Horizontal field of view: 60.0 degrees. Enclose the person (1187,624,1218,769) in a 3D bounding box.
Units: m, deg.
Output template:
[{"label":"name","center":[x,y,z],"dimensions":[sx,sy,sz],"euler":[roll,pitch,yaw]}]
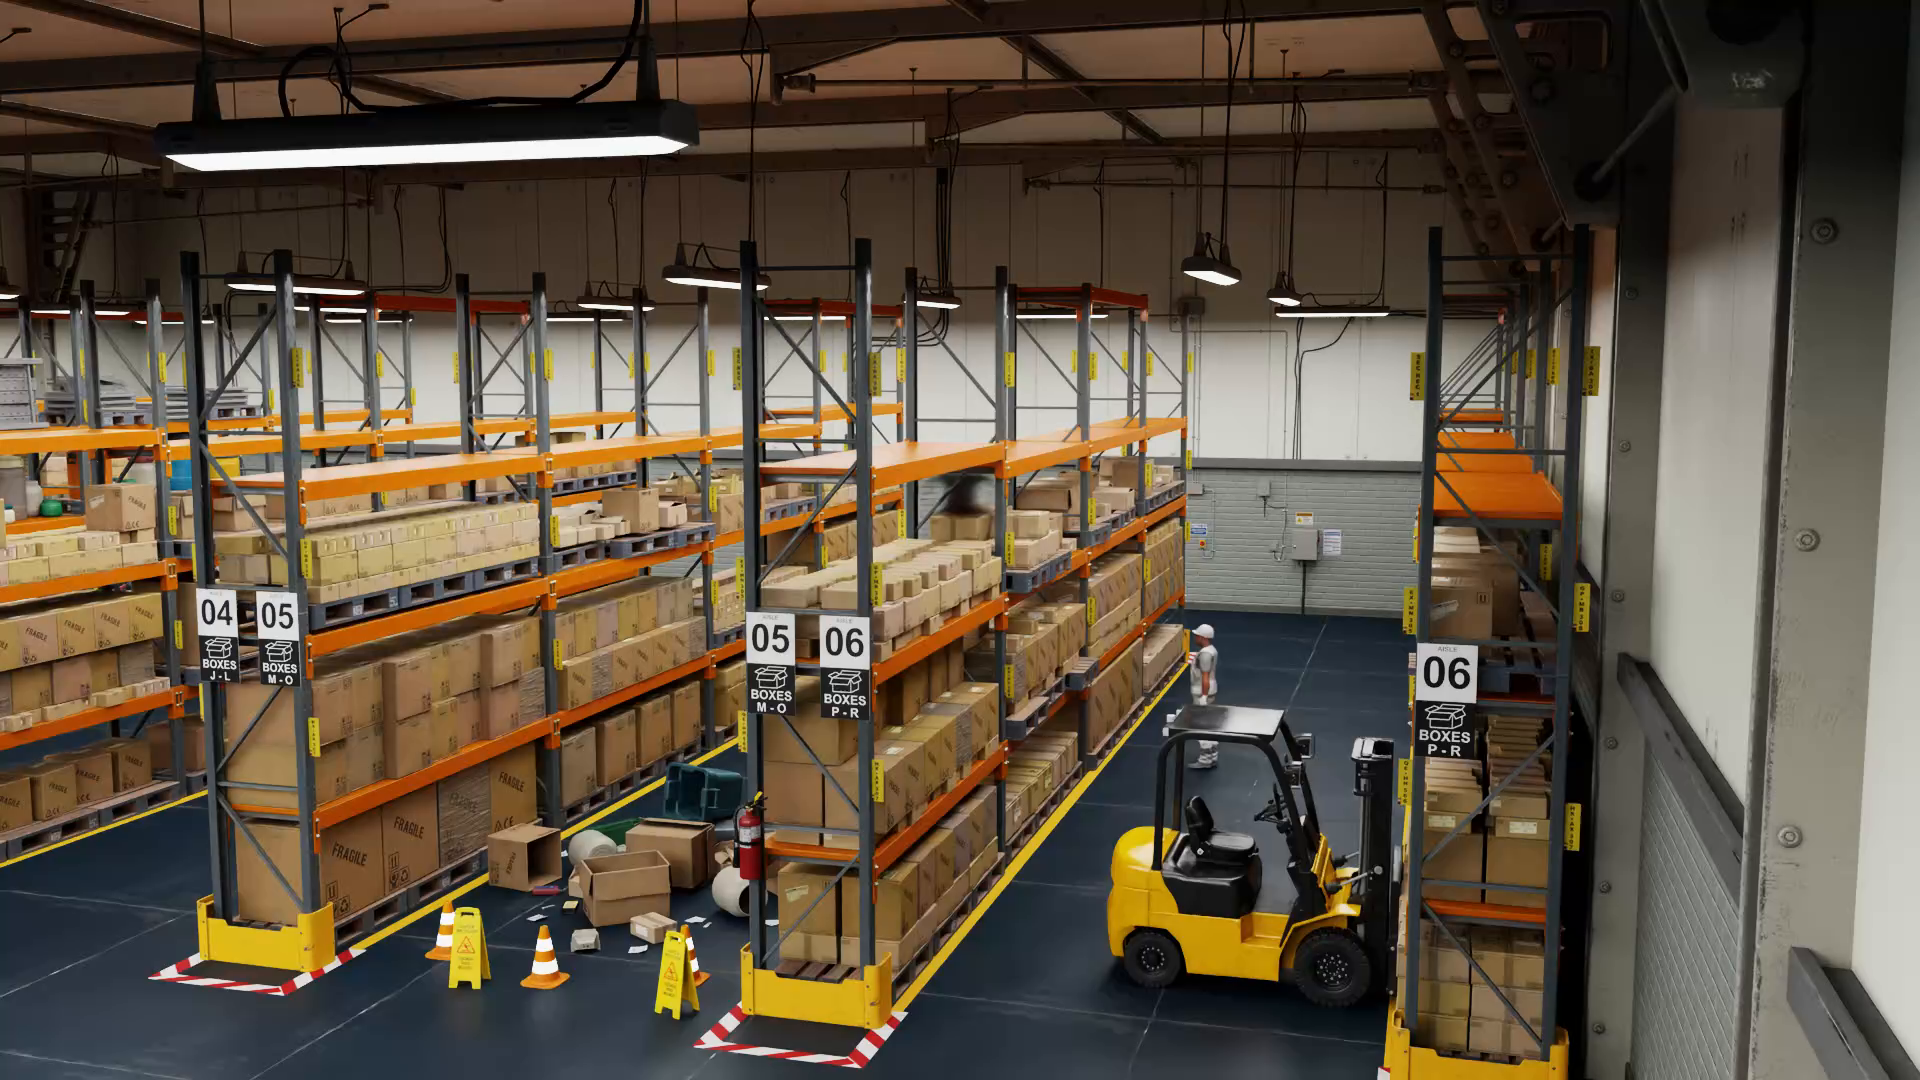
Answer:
[{"label":"person","center":[3.059,1.947,20.804],"dimensions":[0.345,1.795,0.653],"euler":[3,7,21]}]
